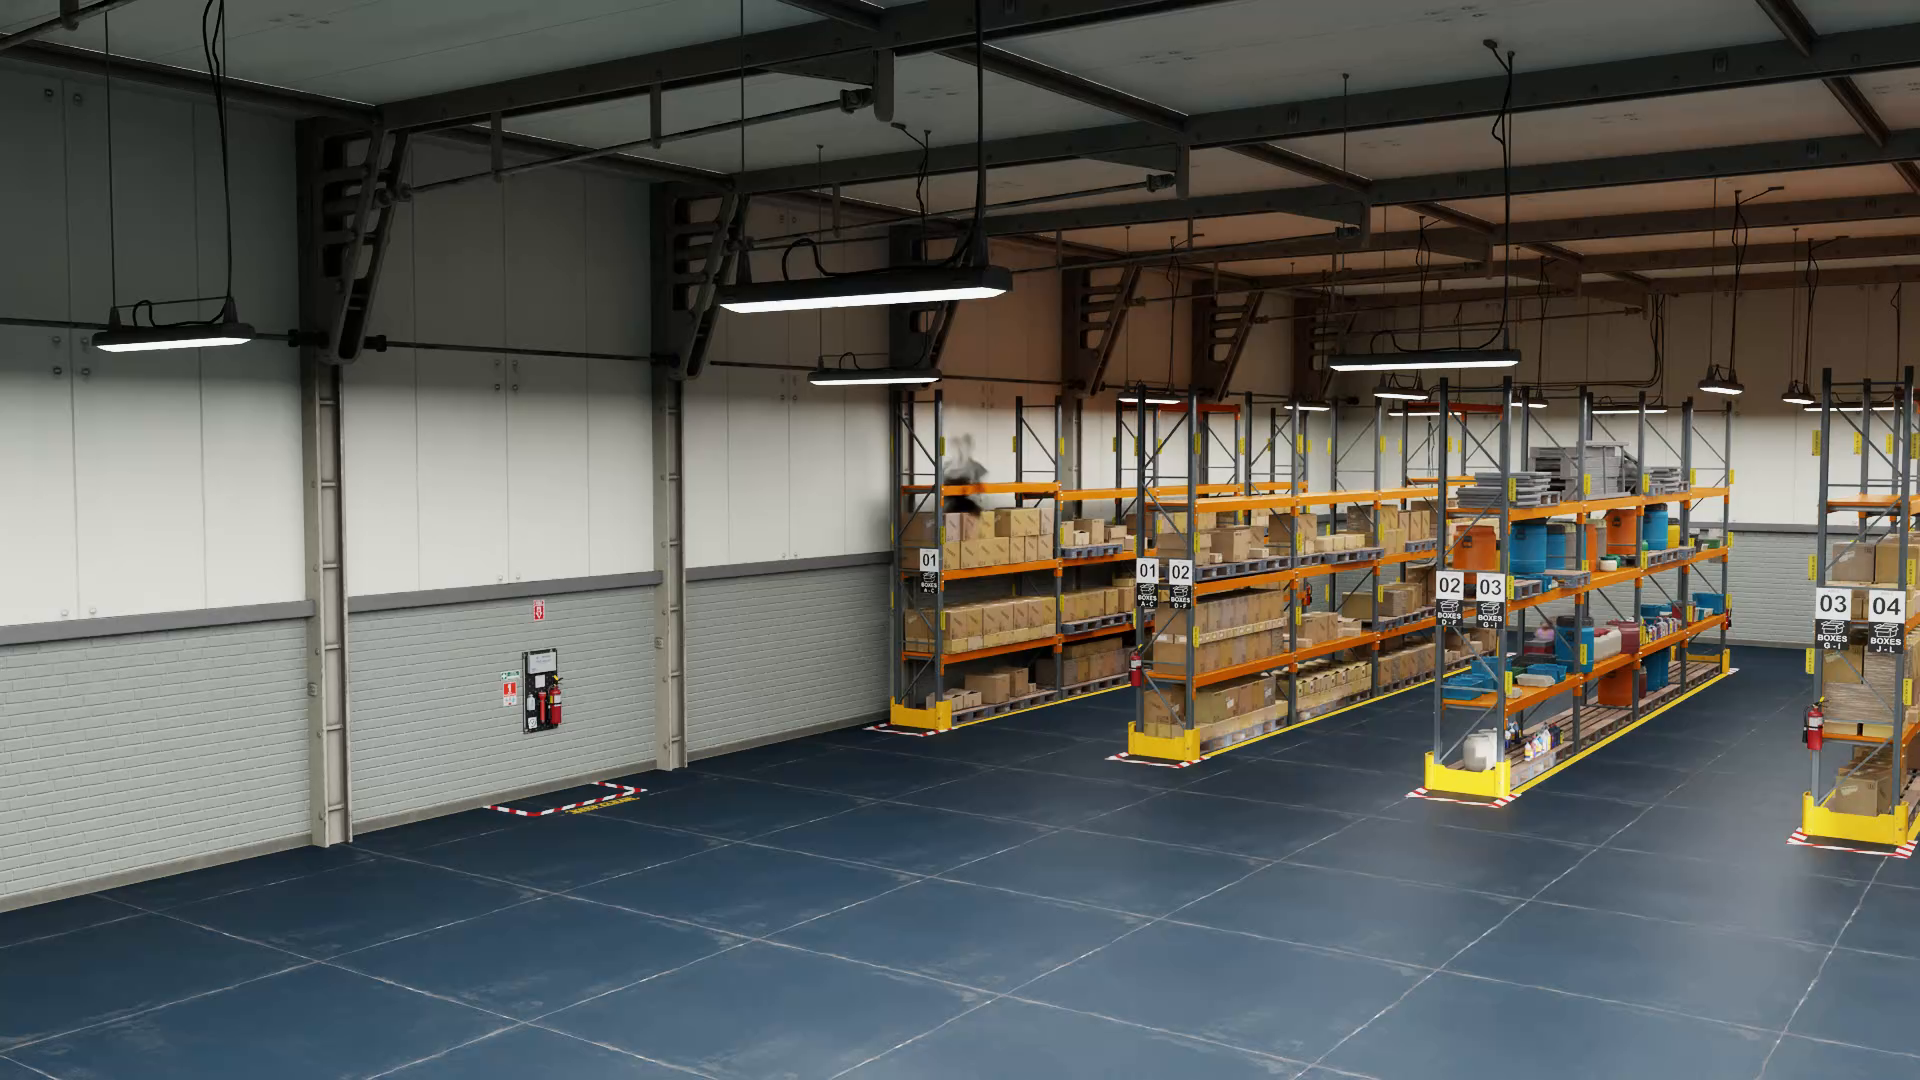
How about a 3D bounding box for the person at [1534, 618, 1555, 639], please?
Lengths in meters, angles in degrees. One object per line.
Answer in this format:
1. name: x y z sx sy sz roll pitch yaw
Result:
1. person: 11.700 2.336 33.275 0.508 1.561 0.613 2 4 32
